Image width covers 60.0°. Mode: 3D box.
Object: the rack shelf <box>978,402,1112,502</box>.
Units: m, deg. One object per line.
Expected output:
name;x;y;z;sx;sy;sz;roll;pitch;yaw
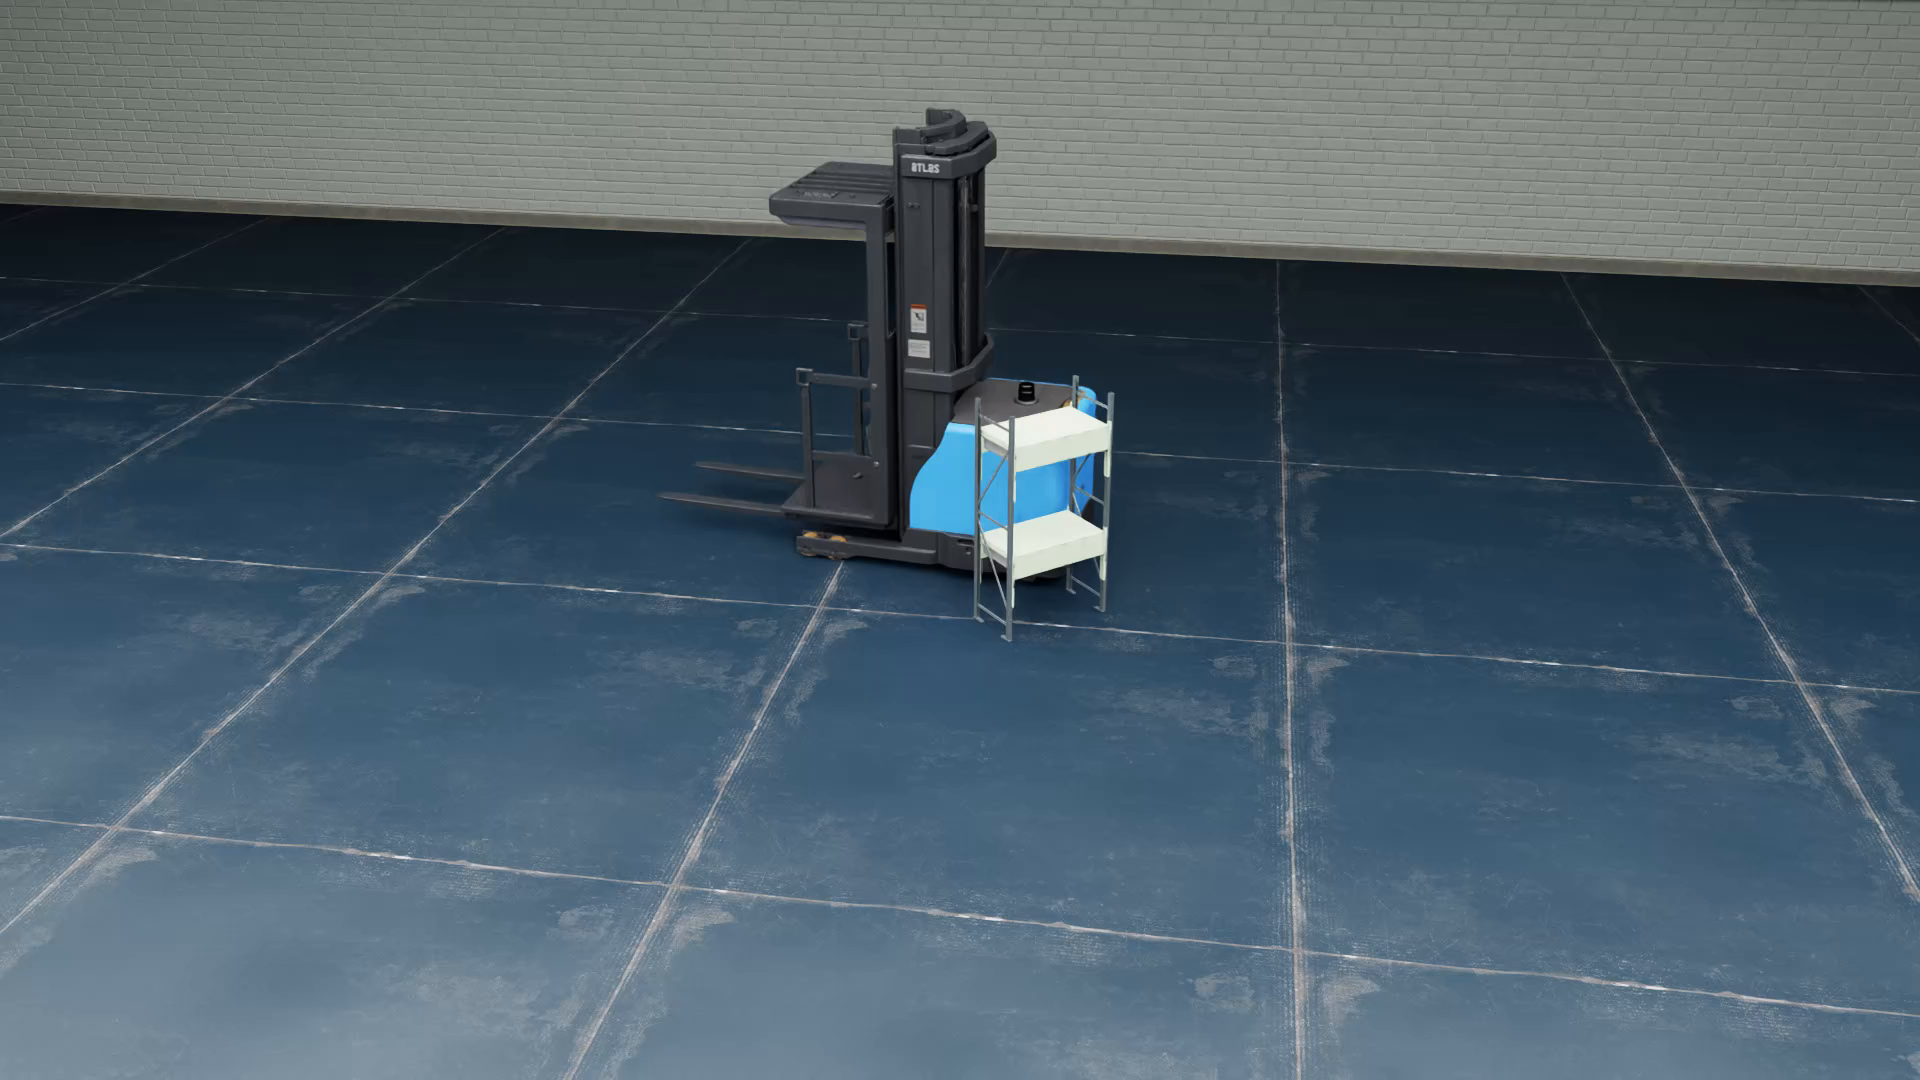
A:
rack shelf;0.515;-0.551;10.237;0.720;0.370;0.431;-15;29;-29

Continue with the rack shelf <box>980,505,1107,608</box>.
rack shelf;0.515;0.098;10.540;0.720;0.370;0.431;-15;29;-29

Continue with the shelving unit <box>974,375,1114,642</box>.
shelving unit;0.515;-0.197;10.402;0.755;1.500;0.431;-15;29;-29

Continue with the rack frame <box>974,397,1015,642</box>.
rack frame;0.207;-0.113;10.223;0.023;1.500;0.400;-15;29;-29

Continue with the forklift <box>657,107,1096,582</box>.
forklift;-0.626;-1.393;11.269;3.031;2.935;1.130;7;26;15

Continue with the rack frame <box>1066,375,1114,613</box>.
rack frame;0.823;-0.281;10.581;0.023;1.500;0.400;-15;29;-29
